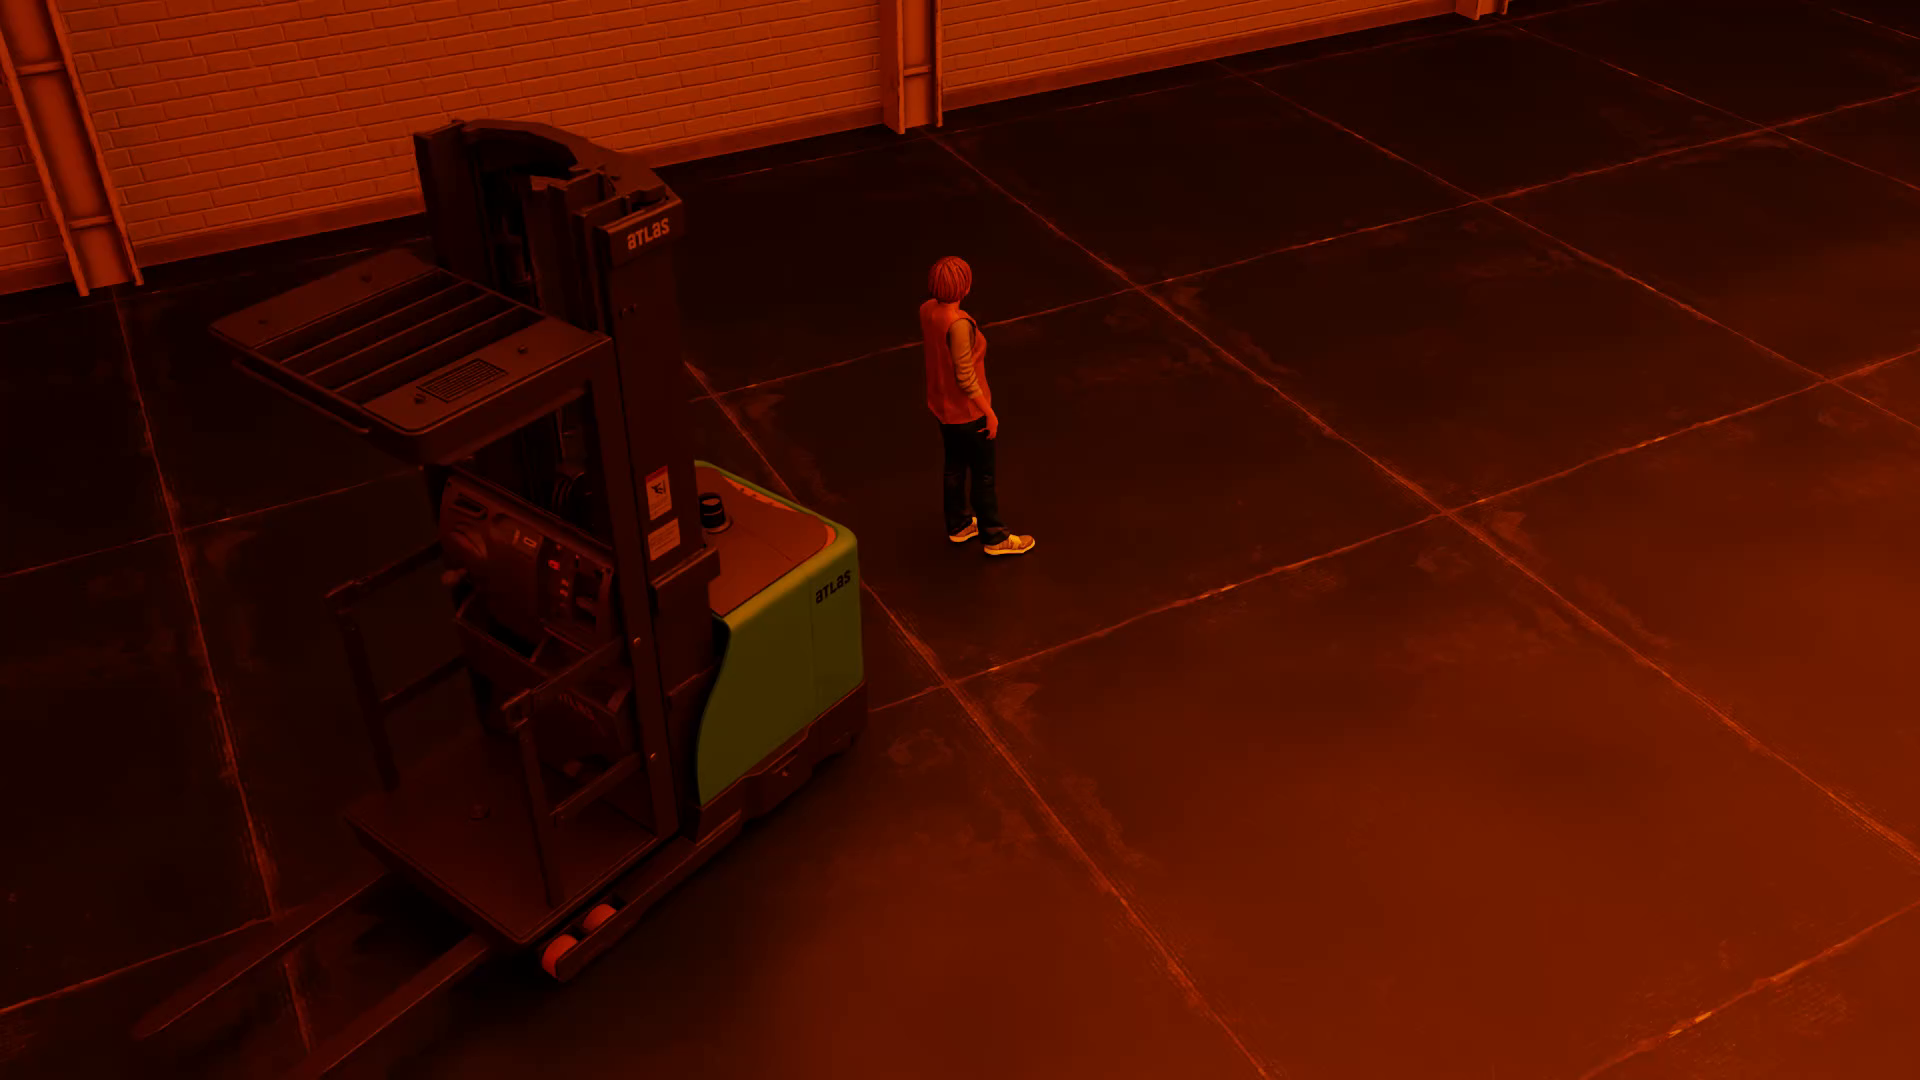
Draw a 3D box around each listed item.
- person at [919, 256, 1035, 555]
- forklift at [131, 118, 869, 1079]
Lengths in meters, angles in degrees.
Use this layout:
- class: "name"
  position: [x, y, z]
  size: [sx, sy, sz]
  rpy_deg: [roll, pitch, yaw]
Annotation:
- class: "person"
  position: [0.071, -0.671, 8.215]
  size: [0.476, 1.596, 0.520]
  rpy_deg: [-17, 39, -23]
- class: "forklift"
  position: [-1.713, 0.143, 5.921]
  size: [1.130, 2.935, 3.031]
  rpy_deg: [24, 42, 30]
